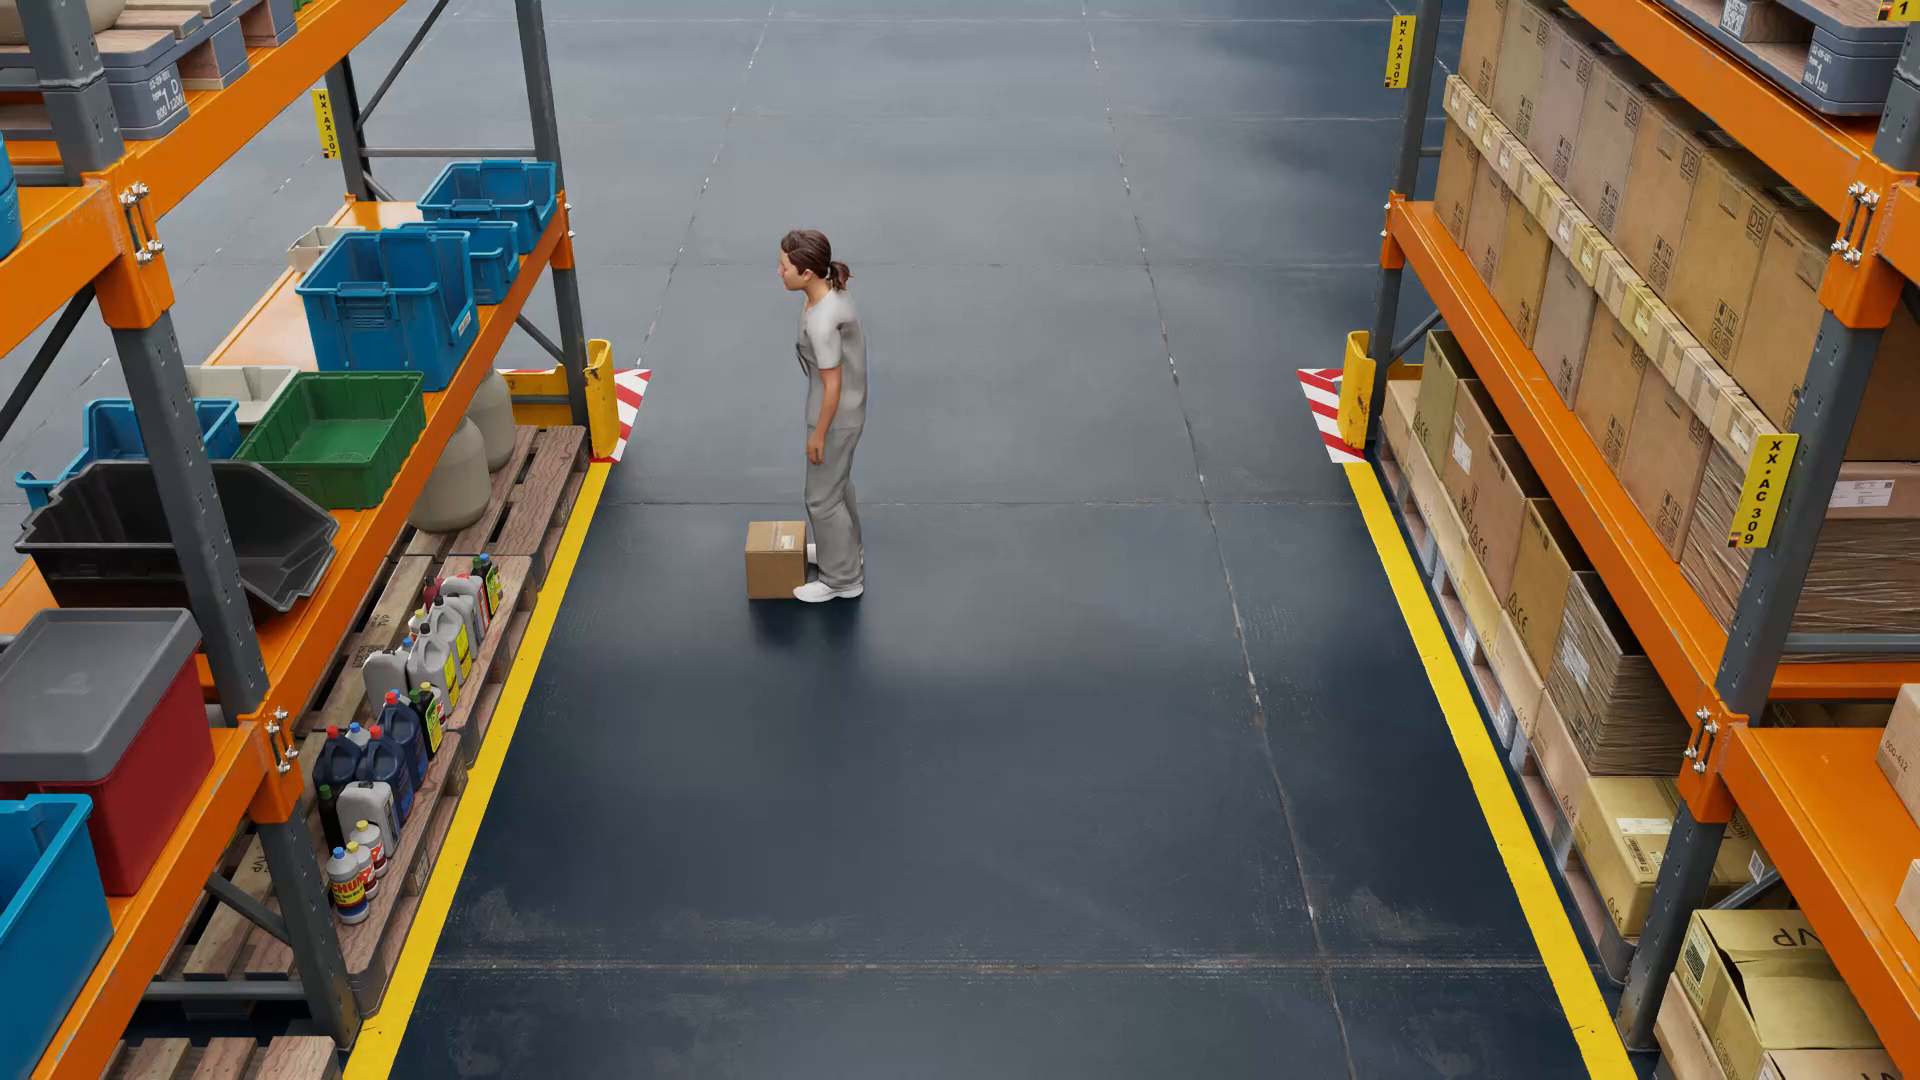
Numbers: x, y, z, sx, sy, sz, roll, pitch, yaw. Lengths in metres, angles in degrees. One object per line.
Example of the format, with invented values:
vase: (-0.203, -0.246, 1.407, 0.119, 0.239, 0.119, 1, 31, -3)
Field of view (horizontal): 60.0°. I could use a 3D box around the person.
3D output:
person: (-0.561, -0.521, 6.981, 0.353, 1.673, 0.511, -1, 32, -2)
